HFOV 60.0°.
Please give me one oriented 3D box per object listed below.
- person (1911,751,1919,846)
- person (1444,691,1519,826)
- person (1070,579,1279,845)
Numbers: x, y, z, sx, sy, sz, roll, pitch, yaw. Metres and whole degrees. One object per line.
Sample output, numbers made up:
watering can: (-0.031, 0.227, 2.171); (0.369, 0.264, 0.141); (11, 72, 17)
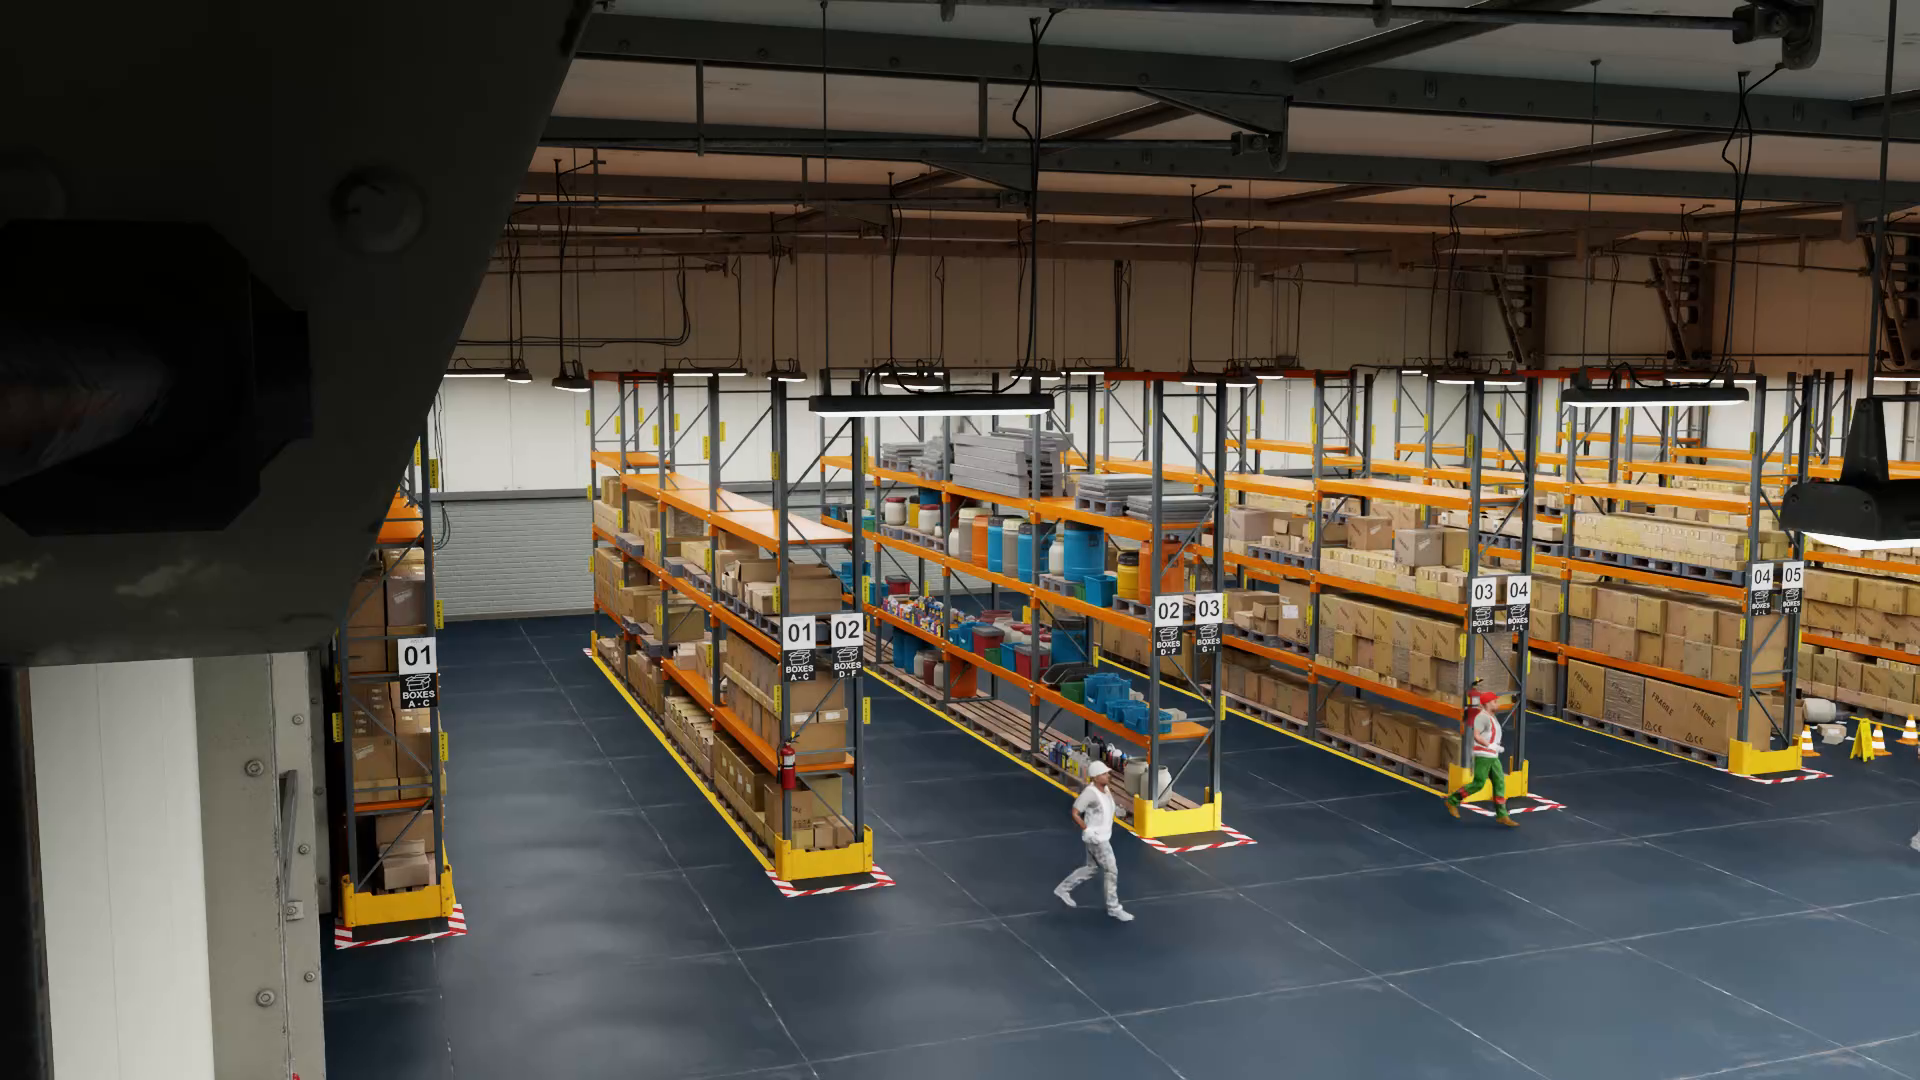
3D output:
person: (12.333, 3.057, 20.762); (0.754, 1.677, 0.682); (2, 7, 17)
person: (7.067, 2.802, 22.579); (0.765, 1.510, 0.716); (5, 8, 36)
person: (7.679, 1.752, 33.115); (8.261, 1.800, 31.515); (1, 7, 11)
